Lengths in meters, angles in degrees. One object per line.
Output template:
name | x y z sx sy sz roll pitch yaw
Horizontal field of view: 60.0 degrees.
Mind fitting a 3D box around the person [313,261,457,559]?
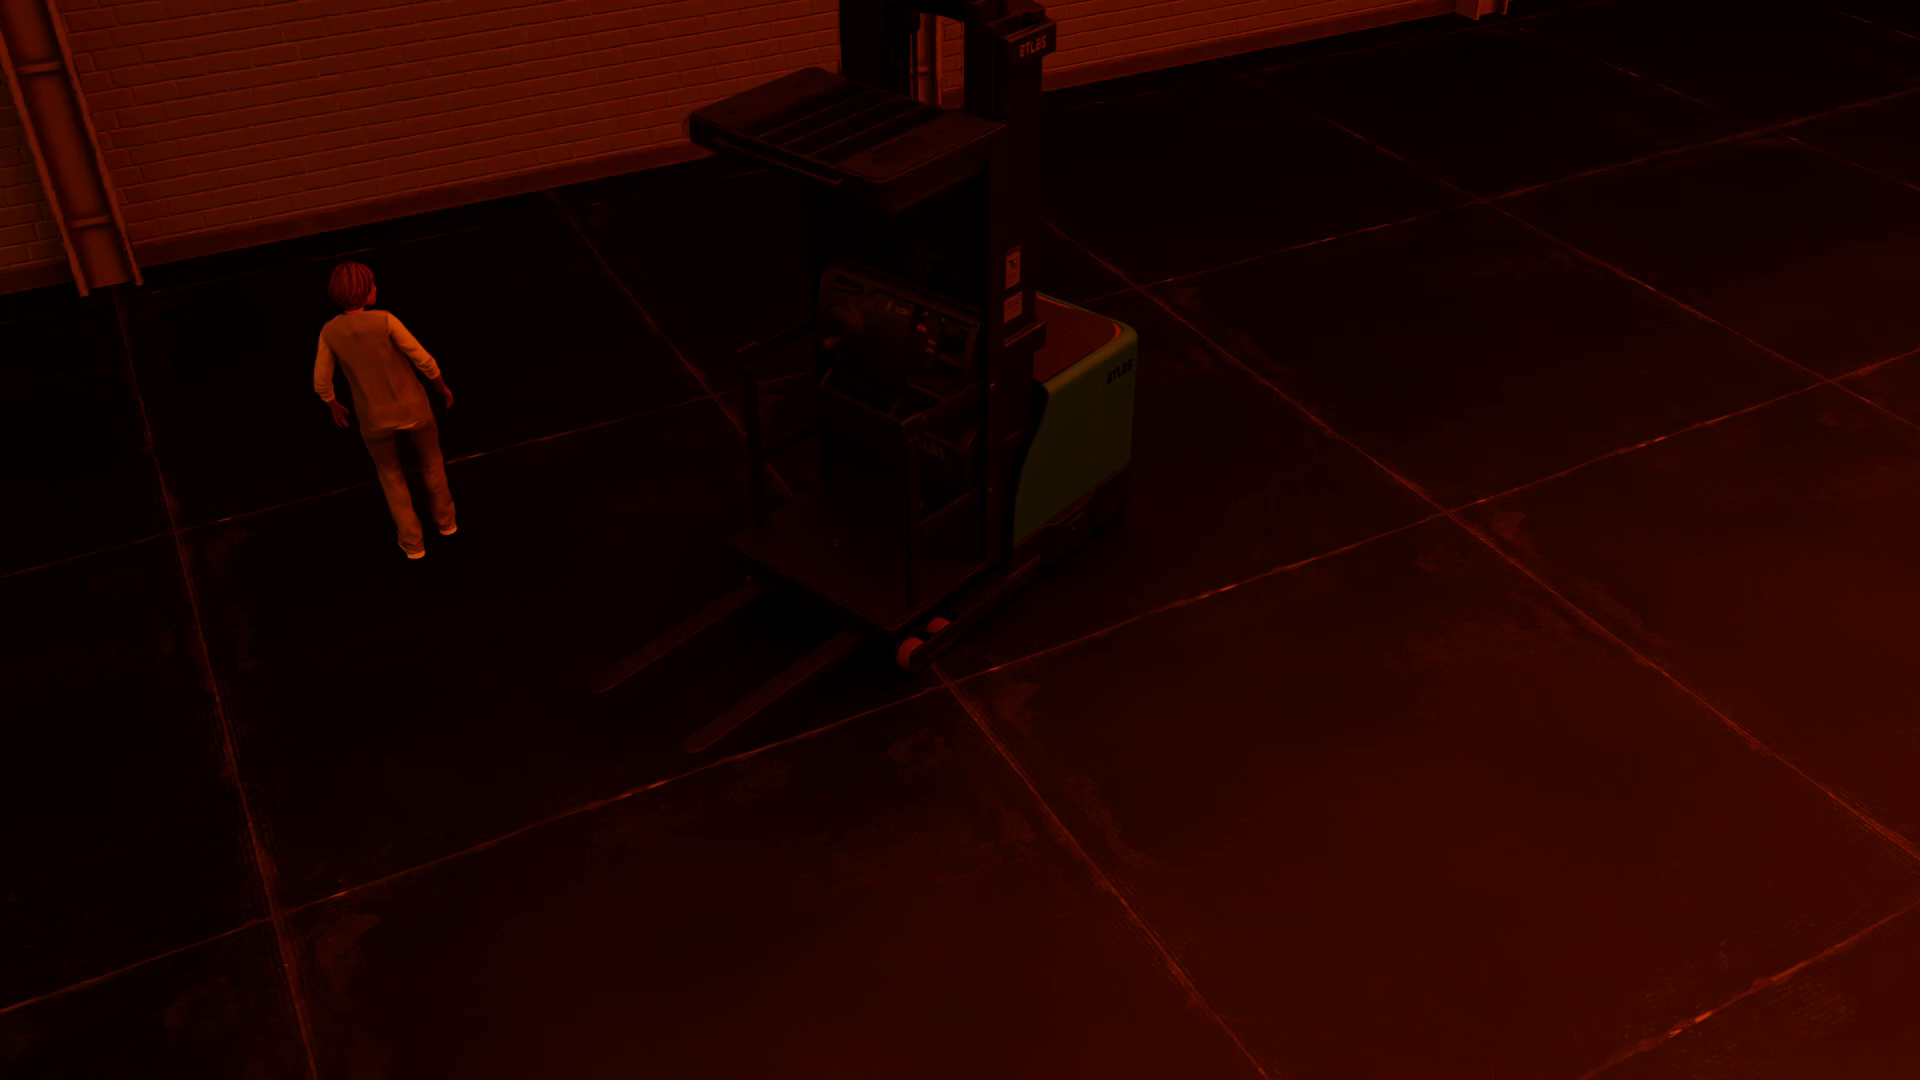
person | -2.822 -0.644 8.220 0.621 1.569 0.457 -10 36 -14

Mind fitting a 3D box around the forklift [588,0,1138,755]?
forklift | -0.421 -0.905 7.403 1.130 2.935 3.031 26 43 31
